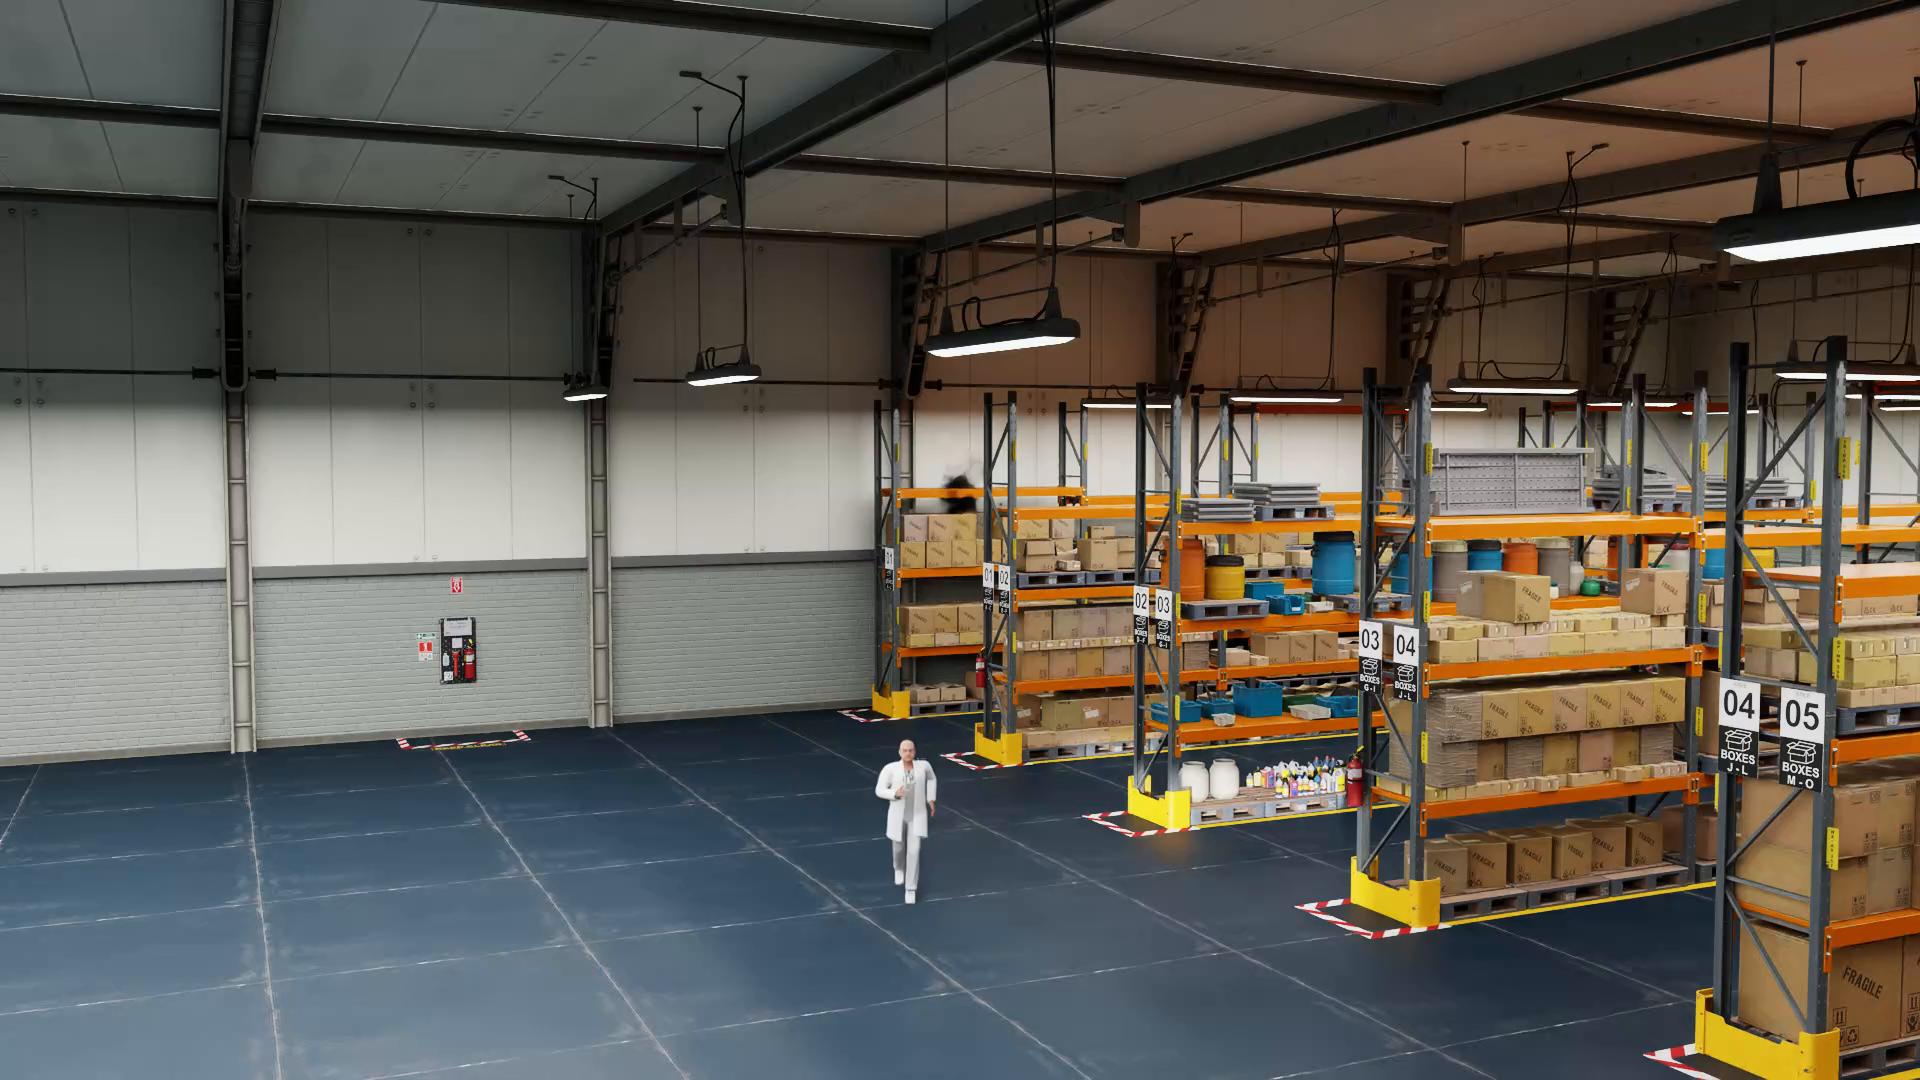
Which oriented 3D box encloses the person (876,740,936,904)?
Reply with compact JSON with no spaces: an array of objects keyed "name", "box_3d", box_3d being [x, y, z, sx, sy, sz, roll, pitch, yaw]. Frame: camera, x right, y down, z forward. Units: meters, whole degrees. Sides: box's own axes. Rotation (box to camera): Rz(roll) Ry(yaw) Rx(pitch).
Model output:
[{"name":"person","box_3d":[-0.607,3.142,18.890,0.703,1.764,1.060,0,3,-5]}]
